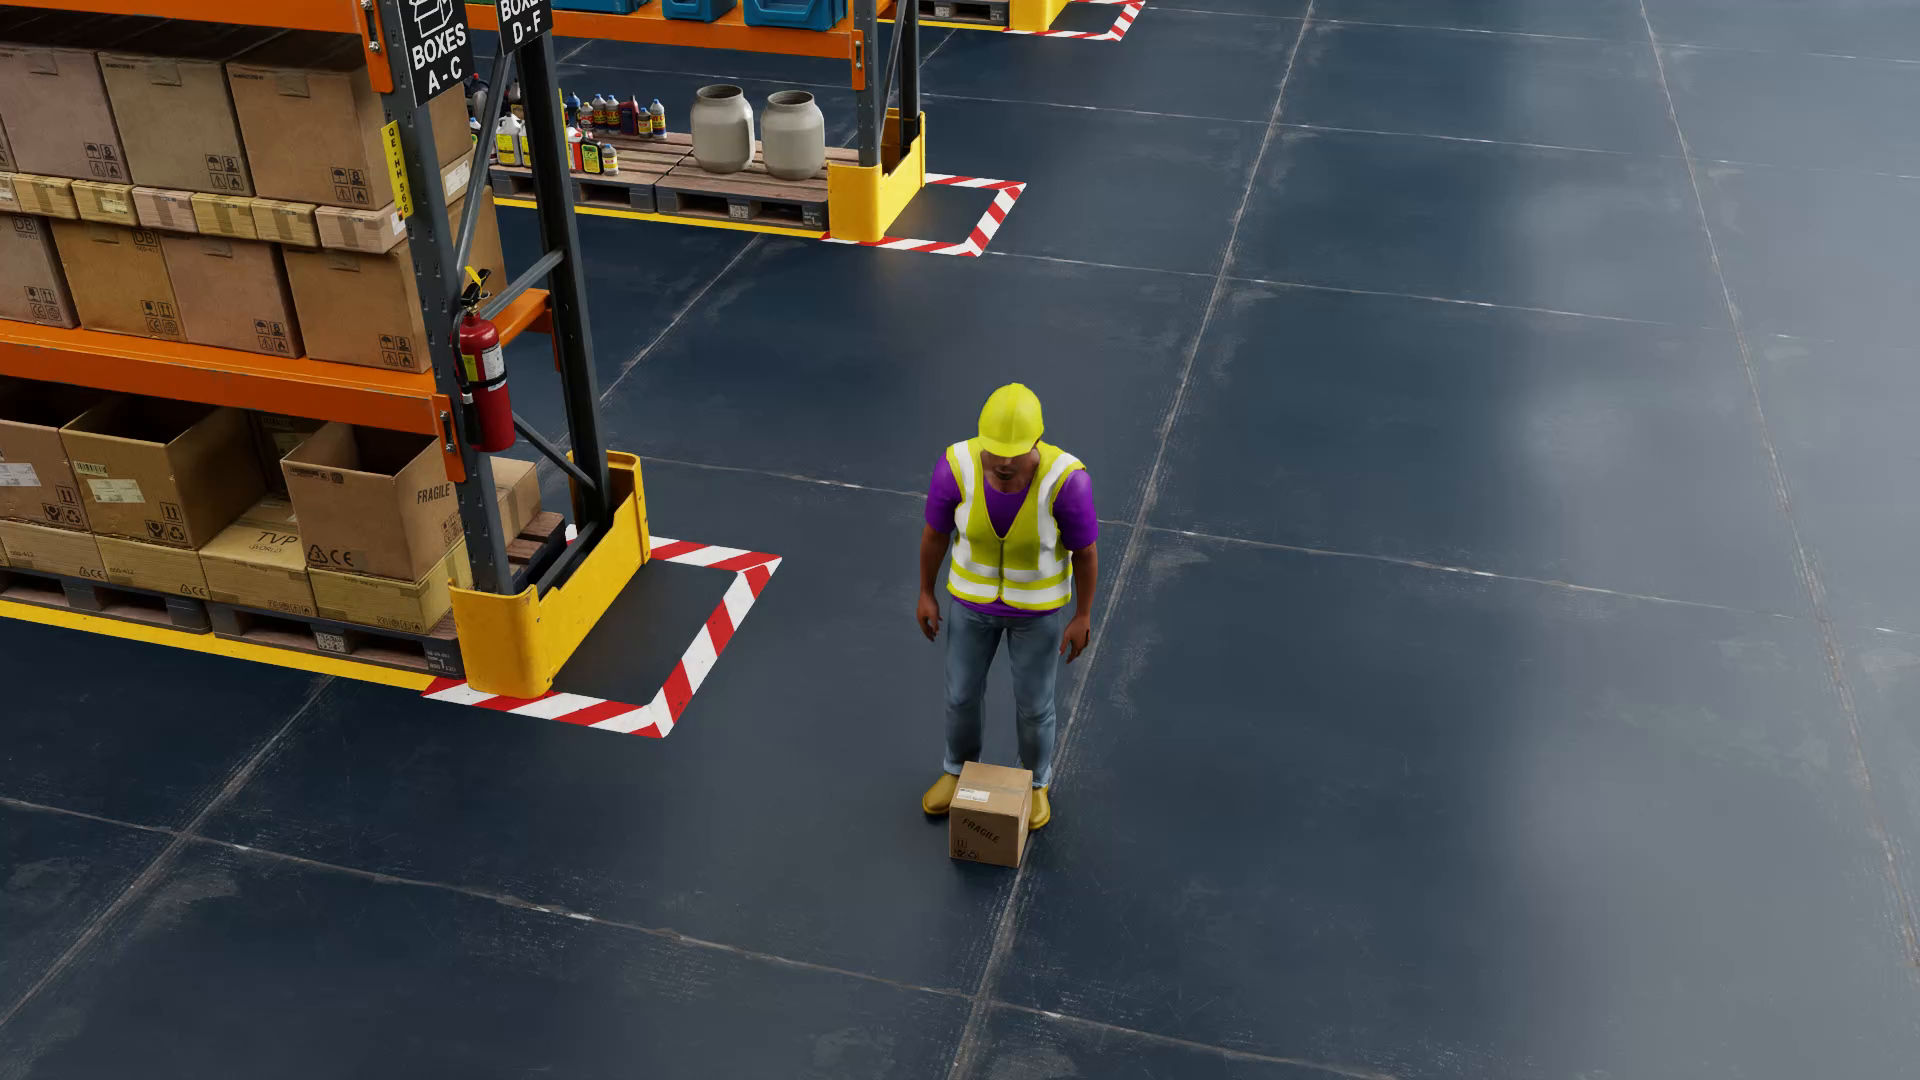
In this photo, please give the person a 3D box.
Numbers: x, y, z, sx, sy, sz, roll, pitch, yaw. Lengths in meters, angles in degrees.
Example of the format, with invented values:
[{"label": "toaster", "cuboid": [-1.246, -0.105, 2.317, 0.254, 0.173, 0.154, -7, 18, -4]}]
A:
[{"label": "person", "cuboid": [0.154, 0.228, 5.765, 0.625, 1.760, 0.459, 7, 33, 11]}]
